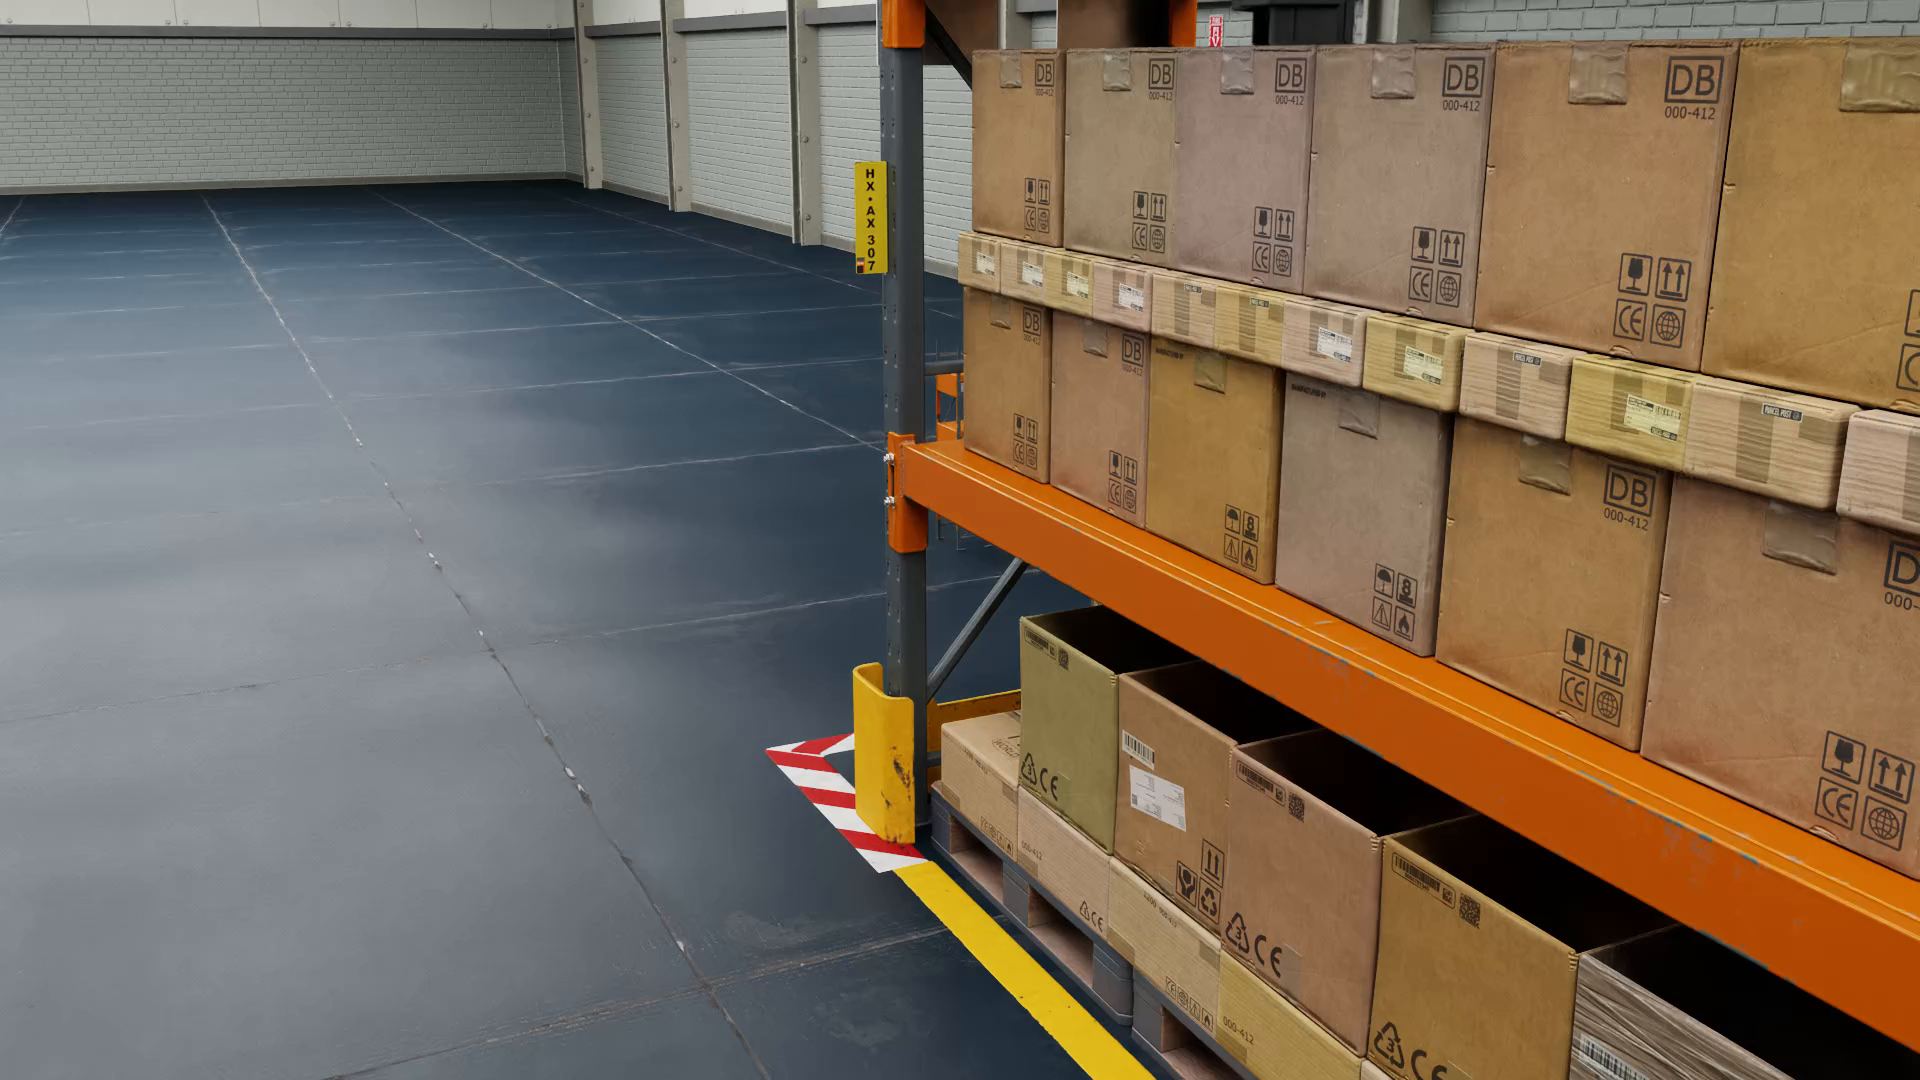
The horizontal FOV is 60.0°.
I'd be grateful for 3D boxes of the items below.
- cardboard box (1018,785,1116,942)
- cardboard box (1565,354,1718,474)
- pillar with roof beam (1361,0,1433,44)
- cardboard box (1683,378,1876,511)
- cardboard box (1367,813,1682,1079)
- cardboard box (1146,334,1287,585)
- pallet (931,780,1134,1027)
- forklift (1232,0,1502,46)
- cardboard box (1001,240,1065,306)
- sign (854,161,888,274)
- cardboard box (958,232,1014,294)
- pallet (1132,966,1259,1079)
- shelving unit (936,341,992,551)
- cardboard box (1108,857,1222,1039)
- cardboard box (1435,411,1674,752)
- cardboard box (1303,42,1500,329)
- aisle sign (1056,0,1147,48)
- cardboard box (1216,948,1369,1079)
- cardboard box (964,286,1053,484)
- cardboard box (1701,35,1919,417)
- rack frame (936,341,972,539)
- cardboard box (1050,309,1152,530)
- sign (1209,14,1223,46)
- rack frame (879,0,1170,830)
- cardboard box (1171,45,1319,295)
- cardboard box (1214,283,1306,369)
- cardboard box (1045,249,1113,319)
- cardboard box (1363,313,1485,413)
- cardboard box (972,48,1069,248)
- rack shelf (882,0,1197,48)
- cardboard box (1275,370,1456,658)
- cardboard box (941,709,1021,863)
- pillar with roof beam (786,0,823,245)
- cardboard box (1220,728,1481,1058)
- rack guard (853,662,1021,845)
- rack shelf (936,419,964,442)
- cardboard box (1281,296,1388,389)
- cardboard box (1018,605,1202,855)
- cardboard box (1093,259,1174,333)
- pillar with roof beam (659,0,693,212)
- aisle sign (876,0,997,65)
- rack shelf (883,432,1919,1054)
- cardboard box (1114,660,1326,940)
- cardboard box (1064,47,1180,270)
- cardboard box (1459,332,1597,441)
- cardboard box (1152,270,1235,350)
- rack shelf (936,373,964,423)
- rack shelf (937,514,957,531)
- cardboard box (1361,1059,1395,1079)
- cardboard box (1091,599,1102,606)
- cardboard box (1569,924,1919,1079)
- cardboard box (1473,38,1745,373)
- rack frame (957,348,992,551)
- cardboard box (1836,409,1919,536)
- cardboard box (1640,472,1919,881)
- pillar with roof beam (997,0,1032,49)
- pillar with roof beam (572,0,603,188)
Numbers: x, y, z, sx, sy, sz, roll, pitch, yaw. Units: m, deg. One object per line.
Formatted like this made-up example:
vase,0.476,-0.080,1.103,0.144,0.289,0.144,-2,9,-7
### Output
cardboard box,0.496,0.839,4.612,0.500,0.250,0.500,-8,18,-25
cardboard box,1.235,-0.226,2.743,0.380,0.149,0.250,-8,18,-25
pillar with roof beam,-0.724,-4.946,9.670,9.100,9.000,0.400,-8,18,-25
cardboard box,1.340,-0.165,2.529,0.380,0.149,0.250,-8,18,-25
cardboard box,1.160,0.850,3.216,0.500,0.500,0.500,-8,18,-25
cardboard box,0.878,-0.241,3.972,0.700,0.500,0.500,-8,18,-25
pallet,0.611,0.961,5.019,1.003,0.211,1.213,-8,18,-25
forklift,2.154,-1.383,8.258,3.031,2.935,1.130,1,16,3
cardboard box,0.335,-0.735,4.518,0.380,0.149,0.250,-8,18,-26
sign,-0.263,-0.953,4.919,0.100,0.325,0.005,-8,18,-25
cardboard box,0.217,-0.800,4.745,0.380,0.149,0.250,-8,18,-25
pallet,1.142,1.263,3.967,1.003,0.211,1.213,-8,18,-25
shelving unit,0.023,-0.491,8.560,0.215,1.050,0.252,-8,18,-25
cardboard box,0.715,0.963,4.179,0.500,0.250,0.500,-8,18,-25
cardboard box,1.338,0.016,3.077,0.700,0.500,0.500,-7,18,-24
cardboard box,1.131,-0.726,3.310,0.700,0.500,0.500,-8,18,-25
aisle sign,0.474,-1.865,5.100,0.394,0.787,0.004,-8,18,-25
cardboard box,0.929,1.088,3.745,0.500,0.250,0.500,-8,18,-25
cardboard box,0.432,-0.495,4.855,0.700,0.500,0.500,-8,18,-25
cardboard box,1.569,-0.478,2.446,0.700,0.500,0.500,-8,18,-25
rack frame,-0.030,-0.522,8.665,0.200,1.050,0.008,-8,18,-25
cardboard box,0.666,-0.365,4.404,0.700,0.500,0.500,-7,17,-23
sign,2.184,-4.328,14.191,0.001,0.298,0.199,-8,18,-25
rack frame,0.239,-0.564,5.278,1.000,3.000,0.127,-8,18,-25
cardboard box,0.912,-0.851,3.743,0.700,0.500,0.500,-8,18,-25
cardboard box,0.783,-0.481,3.633,0.380,0.149,0.250,-8,18,-26
cardboard box,0.443,-0.673,4.302,0.380,0.149,0.250,-8,18,-25
cardboard box,1.005,-0.354,3.189,0.380,0.149,0.250,-7,17,-23
cardboard box,0.455,-1.105,4.631,0.700,0.500,0.500,-8,18,-25
rack shelf,1.115,-1.164,3.235,1.077,0.370,4.000,-8,18,-25
cardboard box,1.112,-0.111,3.519,0.700,0.500,0.500,-7,17,-23
cardboard box,0.274,0.716,5.042,0.500,0.250,0.500,-8,18,-25
pillar with roof beam,-5.981,-7.921,20.039,9.100,9.000,0.400,-8,18,-25
cardboard box,0.928,0.728,3.641,0.500,0.500,0.500,-8,18,-25
rack guard,0.228,0.632,5.643,1.175,0.500,0.348,-8,18,-25
rack shelf,0.023,-0.481,8.563,0.215,0.259,0.240,-8,18,-25
cardboard box,0.890,-0.419,3.416,0.380,0.149,0.250,-7,18,-24
cardboard box,0.494,0.479,4.507,0.500,0.500,0.500,-8,18,-25
cardboard box,0.552,-0.610,4.083,0.380,0.149,0.250,-8,18,-26
pillar with roof beam,-8.610,-9.409,25.223,9.100,9.000,0.400,-8,18,-25
aisle sign,-0.065,-1.793,4.847,0.394,0.787,0.004,-8,18,-25
rack shelf,1.115,0.278,3.649,1.077,0.370,4.000,-8,18,-25
cardboard box,0.725,0.601,4.081,0.500,0.500,0.500,-8,18,-25
cardboard box,0.690,-0.975,4.178,0.700,0.500,0.500,-8,18,-26
cardboard box,1.124,-0.289,2.961,0.380,0.149,0.250,-7,17,-23
cardboard box,0.671,-0.545,3.853,0.380,0.149,0.250,-8,18,-27
rack shelf,0.023,-0.754,8.484,0.215,0.259,0.240,-8,18,-25
rack shelf,0.023,-0.214,8.639,0.215,0.259,0.240,-8,18,-25
cardboard box,1.149,1.212,3.314,0.500,0.250,0.500,-8,18,-25
cardboard box,0.741,0.292,5.158,0.500,0.500,0.500,-8,18,-25
cardboard box,1.383,0.973,2.785,0.500,0.500,0.500,-8,18,-25
cardboard box,1.350,-0.602,2.879,0.700,0.500,0.500,-8,18,-25
rack frame,0.077,-0.461,8.454,0.200,1.050,0.008,-8,18,-25
cardboard box,1.456,-0.100,2.303,0.380,0.149,0.250,-8,18,-27
cardboard box,1.554,0.141,2.642,0.700,0.500,0.500,-8,18,-25
pillar with roof beam,-3.353,-6.433,14.855,9.100,9.000,0.400,-8,18,-25
pillar with roof beam,-11.238,-10.897,30.408,9.100,9.000,0.400,-8,18,-25
